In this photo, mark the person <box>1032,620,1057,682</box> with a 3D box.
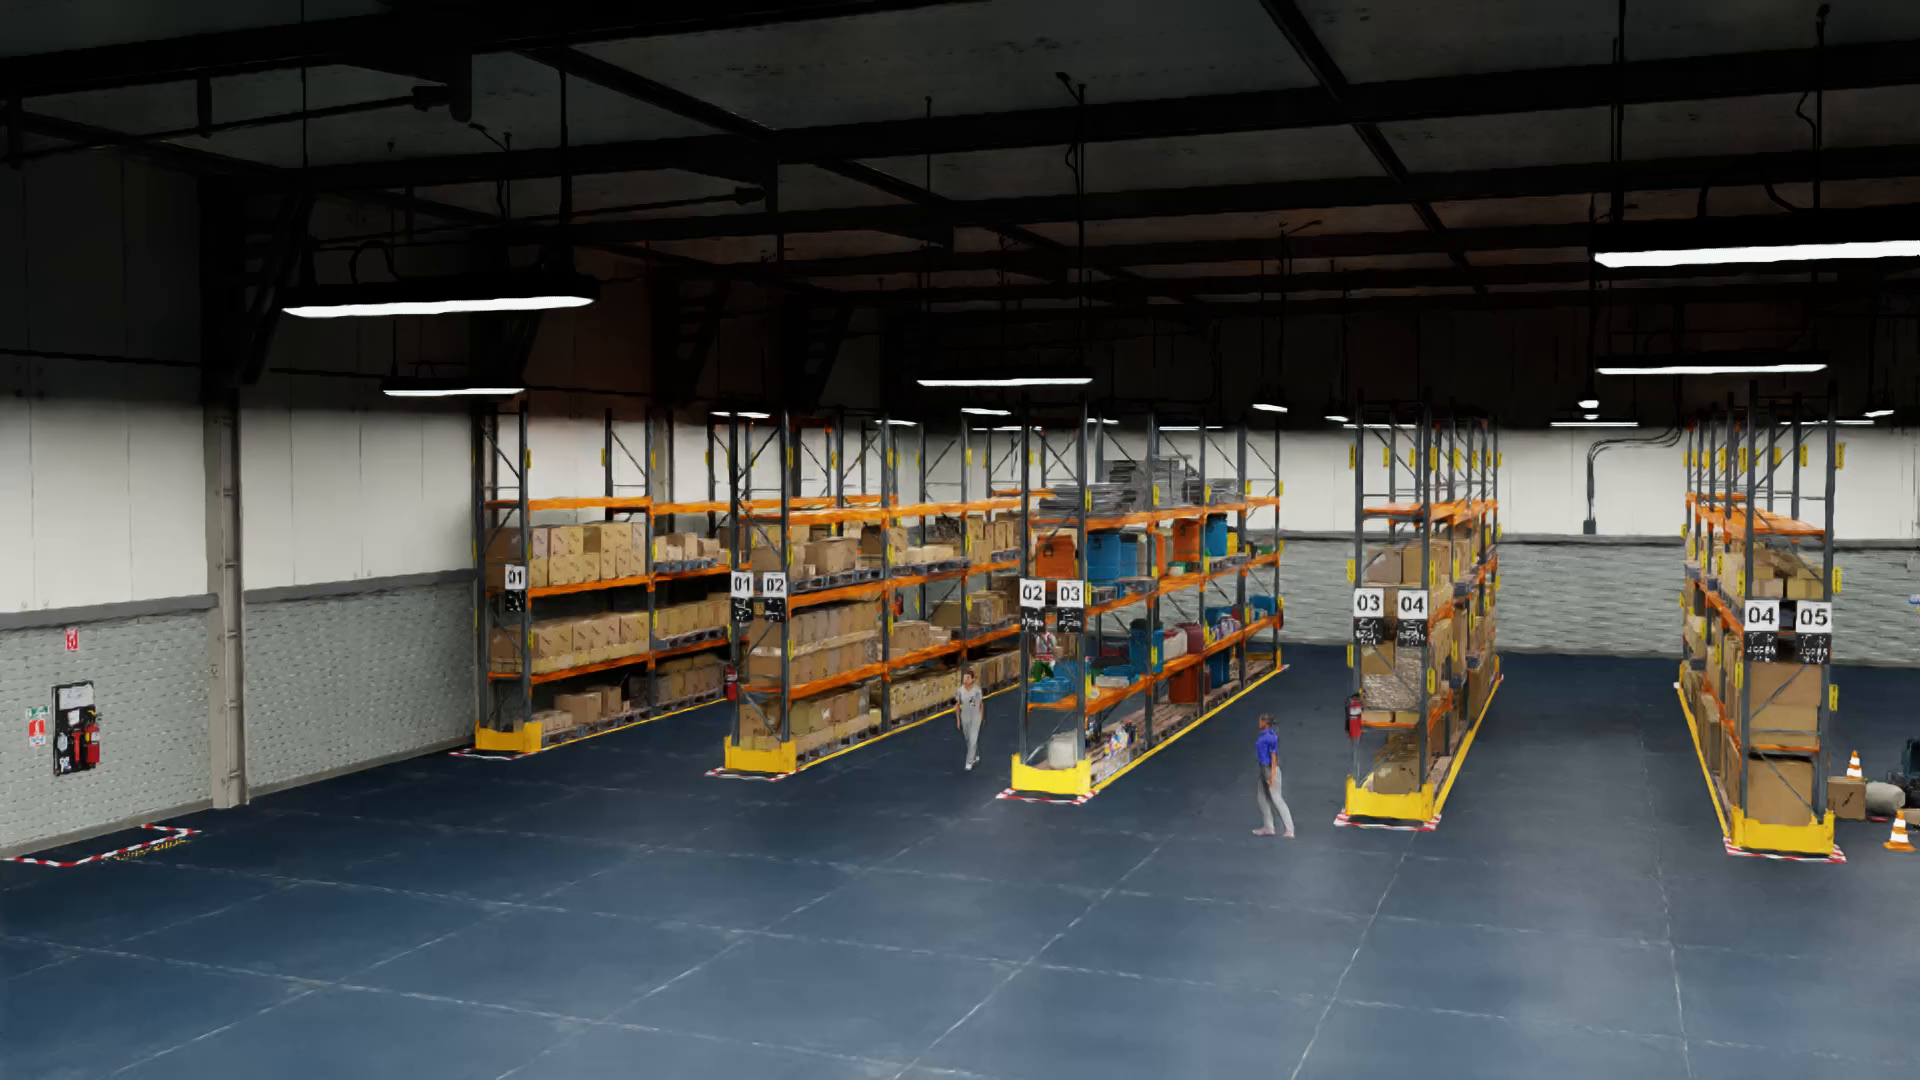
[{"bbox_3d":[1.724,2.474,34.104,0.565,1.736,1.044,1,3,20],"label":"person"}]

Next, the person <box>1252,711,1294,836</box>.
[{"bbox_3d":[4.183,3.106,22.178,0.516,1.649,0.511,0,3,-3],"label":"person"}]

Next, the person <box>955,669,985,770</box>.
[{"bbox_3d":[0.138,2.874,26.912,0.449,1.583,1.097,1,3,19],"label":"person"}]
